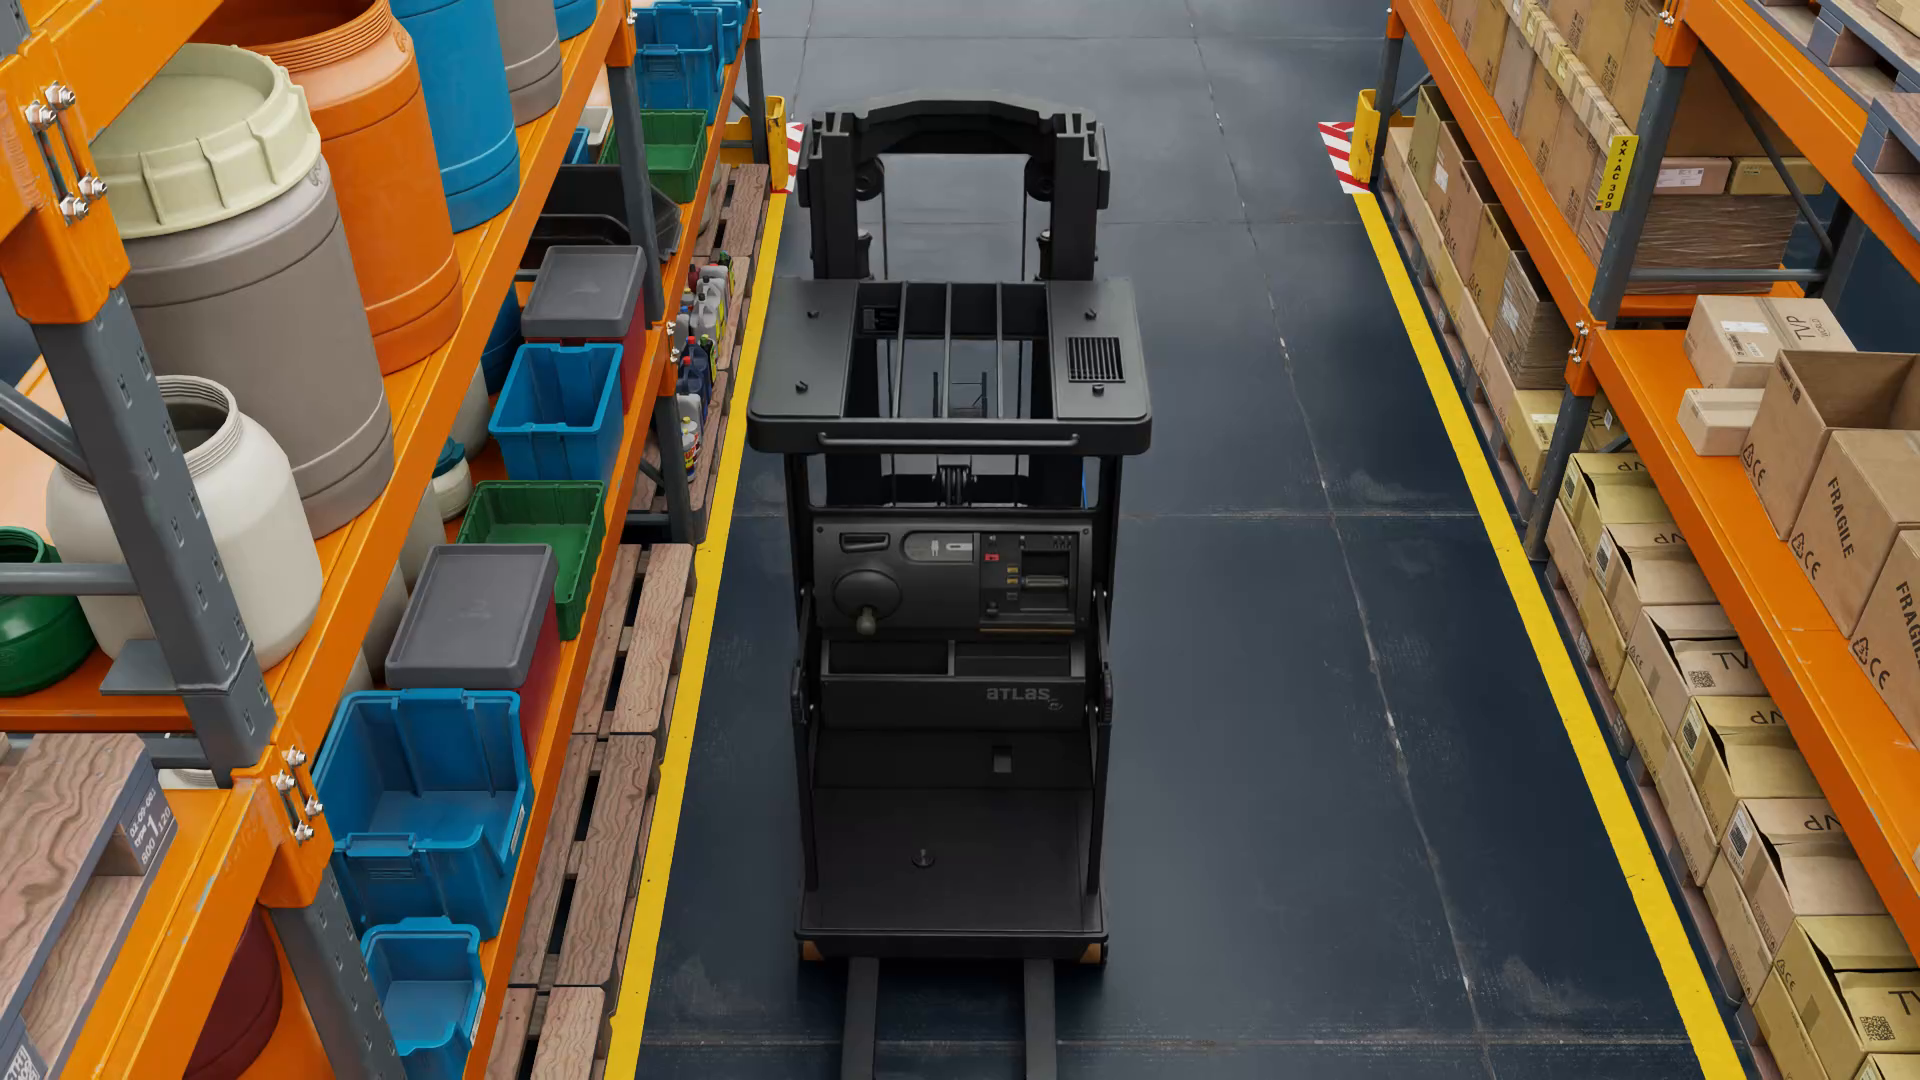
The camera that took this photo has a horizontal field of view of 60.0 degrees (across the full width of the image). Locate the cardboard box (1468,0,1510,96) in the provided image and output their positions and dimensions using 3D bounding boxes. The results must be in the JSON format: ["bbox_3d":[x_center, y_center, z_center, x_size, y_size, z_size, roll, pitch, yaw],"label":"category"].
[{"bbox_3d":[3.174,-2.713,8.903,0.700,0.500,0.500,0,39,0],"label":"cardboard box"}]

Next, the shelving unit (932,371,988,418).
[{"bbox_3d":[0.000,-0.346,7.708,0.258,0.900,0.210,0,39,0],"label":"shelving unit"}]

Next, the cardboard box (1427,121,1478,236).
[{"bbox_3d":[2.980,-2.028,9.391,0.500,0.500,0.500,0,39,0],"label":"cardboard box"}]

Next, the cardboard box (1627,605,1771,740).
[{"bbox_3d":[2.939,0.482,6.410,0.500,0.311,0.500,-1,39,-2],"label":"cardboard box"}]

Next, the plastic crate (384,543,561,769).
[{"bbox_3d":[-1.454,0.363,5.093,0.402,0.464,0.583,0,39,0],"label":"plastic crate"}]

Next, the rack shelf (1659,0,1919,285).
[{"bbox_3d":[3.193,-0.743,4.700,1.077,0.370,4.000,0,39,0],"label":"rack shelf"}]

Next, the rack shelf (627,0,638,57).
[{"bbox_3d":[-1.765,-3.243,7.820,1.077,0.370,4.000,0,39,0],"label":"rack shelf"}]

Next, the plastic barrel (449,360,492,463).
[{"bbox_3d":[-1.981,-0.557,6.183,0.433,0.535,0.433,0,39,0],"label":"plastic barrel"}]

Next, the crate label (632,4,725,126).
[{"bbox_3d":[-1.495,-2.467,8.647,0.502,0.435,0.616,0,39,0],"label":"crate label"}]

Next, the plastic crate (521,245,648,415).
[{"bbox_3d":[-1.456,-0.825,6.575,0.402,0.464,0.583,0,39,0],"label":"plastic crate"}]

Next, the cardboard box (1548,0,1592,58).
[{"bbox_3d":[3.182,-2.556,7.669,0.700,0.500,0.500,0,39,0],"label":"cardboard box"}]

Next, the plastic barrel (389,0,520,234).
[{"bbox_3d":[-1.543,-1.333,4.460,0.600,0.901,0.708,0,39,0],"label":"plastic barrel"}]

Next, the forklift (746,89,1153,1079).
[{"bbox_3d":[-0.024,0.199,5.404,1.130,2.935,3.031,0,39,1],"label":"forklift"}]

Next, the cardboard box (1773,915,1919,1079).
[{"bbox_3d":[2.941,1.436,5.220,0.500,0.311,0.500,-1,39,-1],"label":"cardboard box"}]

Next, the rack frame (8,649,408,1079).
[{"bbox_3d":[-1.758,1.399,3.851,1.000,3.000,0.127,0,39,0],"label":"rack frame"}]

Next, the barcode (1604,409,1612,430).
[{"bbox_3d":[2.775,-0.515,7.119,0.001,0.075,0.075,0,39,0],"label":"barcode"}]

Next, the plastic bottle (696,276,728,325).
[{"bbox_3d":[-1.354,-1.320,9.070,0.152,0.276,0.135,-1,39,-1],"label":"plastic bottle"}]

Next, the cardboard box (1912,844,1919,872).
[{"bbox_3d":[2.918,0.933,4.633,0.380,0.149,0.250,0,39,0],"label":"cardboard box"}]

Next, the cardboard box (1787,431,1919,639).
[{"bbox_3d":[3.177,-0.020,5.542,0.500,0.500,0.500,0,39,0],"label":"cardboard box"}]

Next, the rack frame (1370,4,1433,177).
[{"bbox_3d":[3.186,-3.605,10.096,1.000,3.000,0.127,0,39,0],"label":"rack frame"}]

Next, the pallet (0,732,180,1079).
[{"bbox_3d":[-1.855,0.780,2.375,1.003,0.211,1.213,0,39,0],"label":"pallet"}]

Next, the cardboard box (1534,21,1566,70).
[{"bbox_3d":[2.976,-2.360,7.943,0.380,0.149,0.250,1,39,1],"label":"cardboard box"}]

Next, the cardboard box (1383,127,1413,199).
[{"bbox_3d":[2.964,-2.361,10.405,0.500,0.250,0.500,0,39,0],"label":"cardboard box"}]

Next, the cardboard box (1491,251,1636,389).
[{"bbox_3d":[2.983,-1.090,8.220,0.500,0.500,0.500,0,39,0],"label":"cardboard box"}]

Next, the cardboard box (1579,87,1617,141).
[{"bbox_3d":[2.975,-1.884,7.349,0.380,0.149,0.250,-1,39,-1],"label":"cardboard box"}]

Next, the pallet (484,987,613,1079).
[{"bbox_3d":[-1.720,2.003,5.328,1.003,0.211,1.213,0,39,0],"label":"pallet"}]

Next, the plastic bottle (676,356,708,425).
[{"bbox_3d":[-1.348,-0.746,8.294,0.144,0.351,0.185,1,39,1],"label":"plastic bottle"}]

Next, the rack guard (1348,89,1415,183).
[{"bbox_3d":[3.186,-2.645,10.896,1.175,0.500,0.348,0,39,0],"label":"rack guard"}]

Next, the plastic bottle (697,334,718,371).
[{"bbox_3d":[-1.326,-0.982,8.709,0.097,0.201,0.097,0,39,0],"label":"plastic bottle"}]

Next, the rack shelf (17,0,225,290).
[{"bbox_3d":[-1.760,-1.756,3.886,1.077,0.370,4.000,0,39,0],"label":"rack shelf"}]

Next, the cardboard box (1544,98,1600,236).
[{"bbox_3d":[3.177,-1.750,7.701,0.700,0.500,0.500,0,39,-1],"label":"cardboard box"}]

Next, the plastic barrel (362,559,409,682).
[{"bbox_3d":[-1.979,0.172,5.273,0.433,0.535,0.433,0,39,0],"label":"plastic barrel"}]

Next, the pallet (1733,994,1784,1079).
[{"bbox_3d":[3.234,1.971,5.367,1.003,0.211,1.213,0,39,0],"label":"pallet"}]

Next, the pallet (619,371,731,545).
[{"bbox_3d":[-1.722,-0.434,8.369,1.003,0.211,1.213,0,39,0],"label":"pallet"}]

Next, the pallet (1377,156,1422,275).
[{"bbox_3d":[3.229,-2.039,10.371,1.003,0.211,1.213,0,39,0],"label":"pallet"}]

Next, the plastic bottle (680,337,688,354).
[{"bbox_3d":[-1.386,-0.925,8.581,0.097,0.271,0.097,0,39,0],"label":"plastic bottle"}]

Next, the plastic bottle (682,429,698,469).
[{"bbox_3d":[-1.325,-0.445,8.038,0.097,0.201,0.097,0,39,0],"label":"plastic bottle"}]

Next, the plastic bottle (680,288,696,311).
[{"bbox_3d":[-1.478,-1.279,9.079,0.097,0.201,0.097,0,39,0],"label":"plastic bottle"}]

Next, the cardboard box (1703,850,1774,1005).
[{"bbox_3d":[2.949,1.341,5.786,0.500,0.250,0.500,1,39,1],"label":"cardboard box"}]

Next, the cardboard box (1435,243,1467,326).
[{"bbox_3d":[2.964,-1.423,9.235,0.500,0.250,0.500,0,39,0],"label":"cardboard box"}]

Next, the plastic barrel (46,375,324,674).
[{"bbox_3d":[-1.452,-0.010,3.121,0.421,0.512,0.421,0,39,0],"label":"plastic barrel"}]

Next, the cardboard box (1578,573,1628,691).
[{"bbox_3d":[2.943,0.377,6.989,0.500,0.250,0.500,1,39,1],"label":"cardboard box"}]

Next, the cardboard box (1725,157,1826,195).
[{"bbox_3d":[3.384,-1.564,6.950,0.380,0.149,0.250,0,39,0],"label":"cardboard box"}]

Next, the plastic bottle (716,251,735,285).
[{"bbox_3d":[-1.327,-1.535,9.399,0.097,0.201,0.097,0,39,0],"label":"plastic bottle"}]

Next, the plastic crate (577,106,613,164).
[{"bbox_3d":[-2.018,-2.015,8.322,0.530,0.136,0.437,0,39,0],"label":"plastic crate"}]

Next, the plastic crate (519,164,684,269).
[{"bbox_3d":[-1.636,-1.406,7.401,0.767,0.338,0.504,0,39,0],"label":"plastic crate"}]

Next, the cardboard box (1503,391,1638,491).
[{"bbox_3d":[2.972,-0.484,8.064,0.500,0.250,0.500,0,39,0],"label":"cardboard box"}]

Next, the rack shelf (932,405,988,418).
[{"bbox_3d":[0.000,-0.531,7.560,0.258,0.077,0.200,0,39,0],"label":"rack shelf"}]

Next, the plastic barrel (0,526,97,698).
[{"bbox_3d":[-1.809,0.135,3.154,0.294,0.245,0.294,0,39,0],"label":"plastic barrel"}]

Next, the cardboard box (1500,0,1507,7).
[{"bbox_3d":[2.975,-2.846,8.550,0.380,0.149,0.250,-1,39,-1],"label":"cardboard box"}]

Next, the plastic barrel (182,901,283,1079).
[{"bbox_3d":[-2.061,1.056,4.171,0.600,0.536,0.708,0,39,0],"label":"plastic barrel"}]
